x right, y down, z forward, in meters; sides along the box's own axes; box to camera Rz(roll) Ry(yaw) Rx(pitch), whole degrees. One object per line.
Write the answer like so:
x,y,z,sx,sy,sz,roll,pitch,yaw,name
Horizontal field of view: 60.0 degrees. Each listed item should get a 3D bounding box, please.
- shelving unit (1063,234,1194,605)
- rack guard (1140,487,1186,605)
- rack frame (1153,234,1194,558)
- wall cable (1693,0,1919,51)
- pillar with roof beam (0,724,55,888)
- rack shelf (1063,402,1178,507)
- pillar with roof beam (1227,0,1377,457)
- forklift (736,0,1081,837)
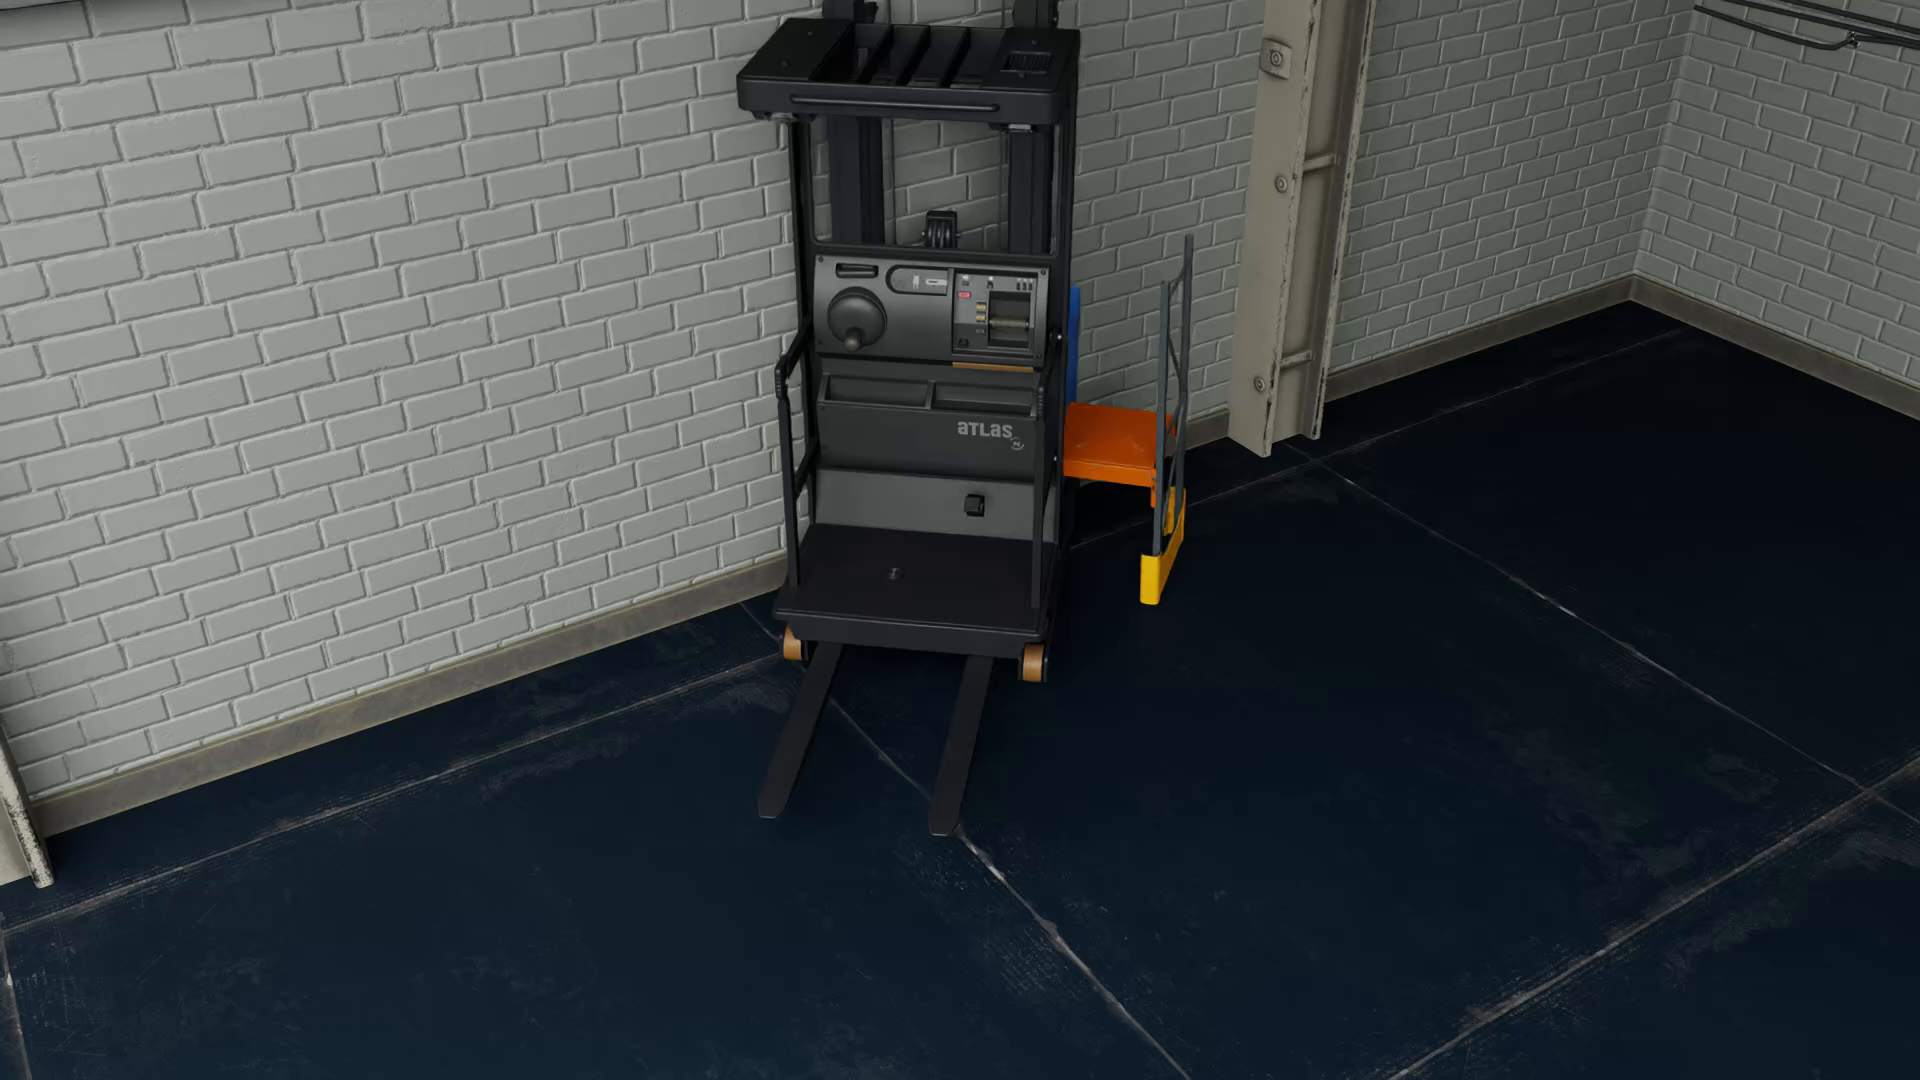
0.409,-0.572,7.210,1.083,1.500,0.587,8,35,16,shelving unit
0.907,0.020,7.413,0.087,0.250,0.587,8,35,16,rack guard
0.901,-0.499,7.065,0.032,1.500,0.500,8,35,16,rack frame
4.808,-3.294,7.447,0.112,2.526,3.097,-19,37,-27,wall cable
-1.095,-0.683,0.399,0.400,9.000,9.100,-19,37,-27,pillar with roof beam
0.425,-0.420,7.306,1.000,0.185,0.538,8,35,16,rack shelf
3.948,-2.418,3.148,0.400,9.000,9.100,-19,37,-27,pillar with roof beam
-0.146,-0.858,6.364,1.130,2.935,3.031,5,33,7,forklift
